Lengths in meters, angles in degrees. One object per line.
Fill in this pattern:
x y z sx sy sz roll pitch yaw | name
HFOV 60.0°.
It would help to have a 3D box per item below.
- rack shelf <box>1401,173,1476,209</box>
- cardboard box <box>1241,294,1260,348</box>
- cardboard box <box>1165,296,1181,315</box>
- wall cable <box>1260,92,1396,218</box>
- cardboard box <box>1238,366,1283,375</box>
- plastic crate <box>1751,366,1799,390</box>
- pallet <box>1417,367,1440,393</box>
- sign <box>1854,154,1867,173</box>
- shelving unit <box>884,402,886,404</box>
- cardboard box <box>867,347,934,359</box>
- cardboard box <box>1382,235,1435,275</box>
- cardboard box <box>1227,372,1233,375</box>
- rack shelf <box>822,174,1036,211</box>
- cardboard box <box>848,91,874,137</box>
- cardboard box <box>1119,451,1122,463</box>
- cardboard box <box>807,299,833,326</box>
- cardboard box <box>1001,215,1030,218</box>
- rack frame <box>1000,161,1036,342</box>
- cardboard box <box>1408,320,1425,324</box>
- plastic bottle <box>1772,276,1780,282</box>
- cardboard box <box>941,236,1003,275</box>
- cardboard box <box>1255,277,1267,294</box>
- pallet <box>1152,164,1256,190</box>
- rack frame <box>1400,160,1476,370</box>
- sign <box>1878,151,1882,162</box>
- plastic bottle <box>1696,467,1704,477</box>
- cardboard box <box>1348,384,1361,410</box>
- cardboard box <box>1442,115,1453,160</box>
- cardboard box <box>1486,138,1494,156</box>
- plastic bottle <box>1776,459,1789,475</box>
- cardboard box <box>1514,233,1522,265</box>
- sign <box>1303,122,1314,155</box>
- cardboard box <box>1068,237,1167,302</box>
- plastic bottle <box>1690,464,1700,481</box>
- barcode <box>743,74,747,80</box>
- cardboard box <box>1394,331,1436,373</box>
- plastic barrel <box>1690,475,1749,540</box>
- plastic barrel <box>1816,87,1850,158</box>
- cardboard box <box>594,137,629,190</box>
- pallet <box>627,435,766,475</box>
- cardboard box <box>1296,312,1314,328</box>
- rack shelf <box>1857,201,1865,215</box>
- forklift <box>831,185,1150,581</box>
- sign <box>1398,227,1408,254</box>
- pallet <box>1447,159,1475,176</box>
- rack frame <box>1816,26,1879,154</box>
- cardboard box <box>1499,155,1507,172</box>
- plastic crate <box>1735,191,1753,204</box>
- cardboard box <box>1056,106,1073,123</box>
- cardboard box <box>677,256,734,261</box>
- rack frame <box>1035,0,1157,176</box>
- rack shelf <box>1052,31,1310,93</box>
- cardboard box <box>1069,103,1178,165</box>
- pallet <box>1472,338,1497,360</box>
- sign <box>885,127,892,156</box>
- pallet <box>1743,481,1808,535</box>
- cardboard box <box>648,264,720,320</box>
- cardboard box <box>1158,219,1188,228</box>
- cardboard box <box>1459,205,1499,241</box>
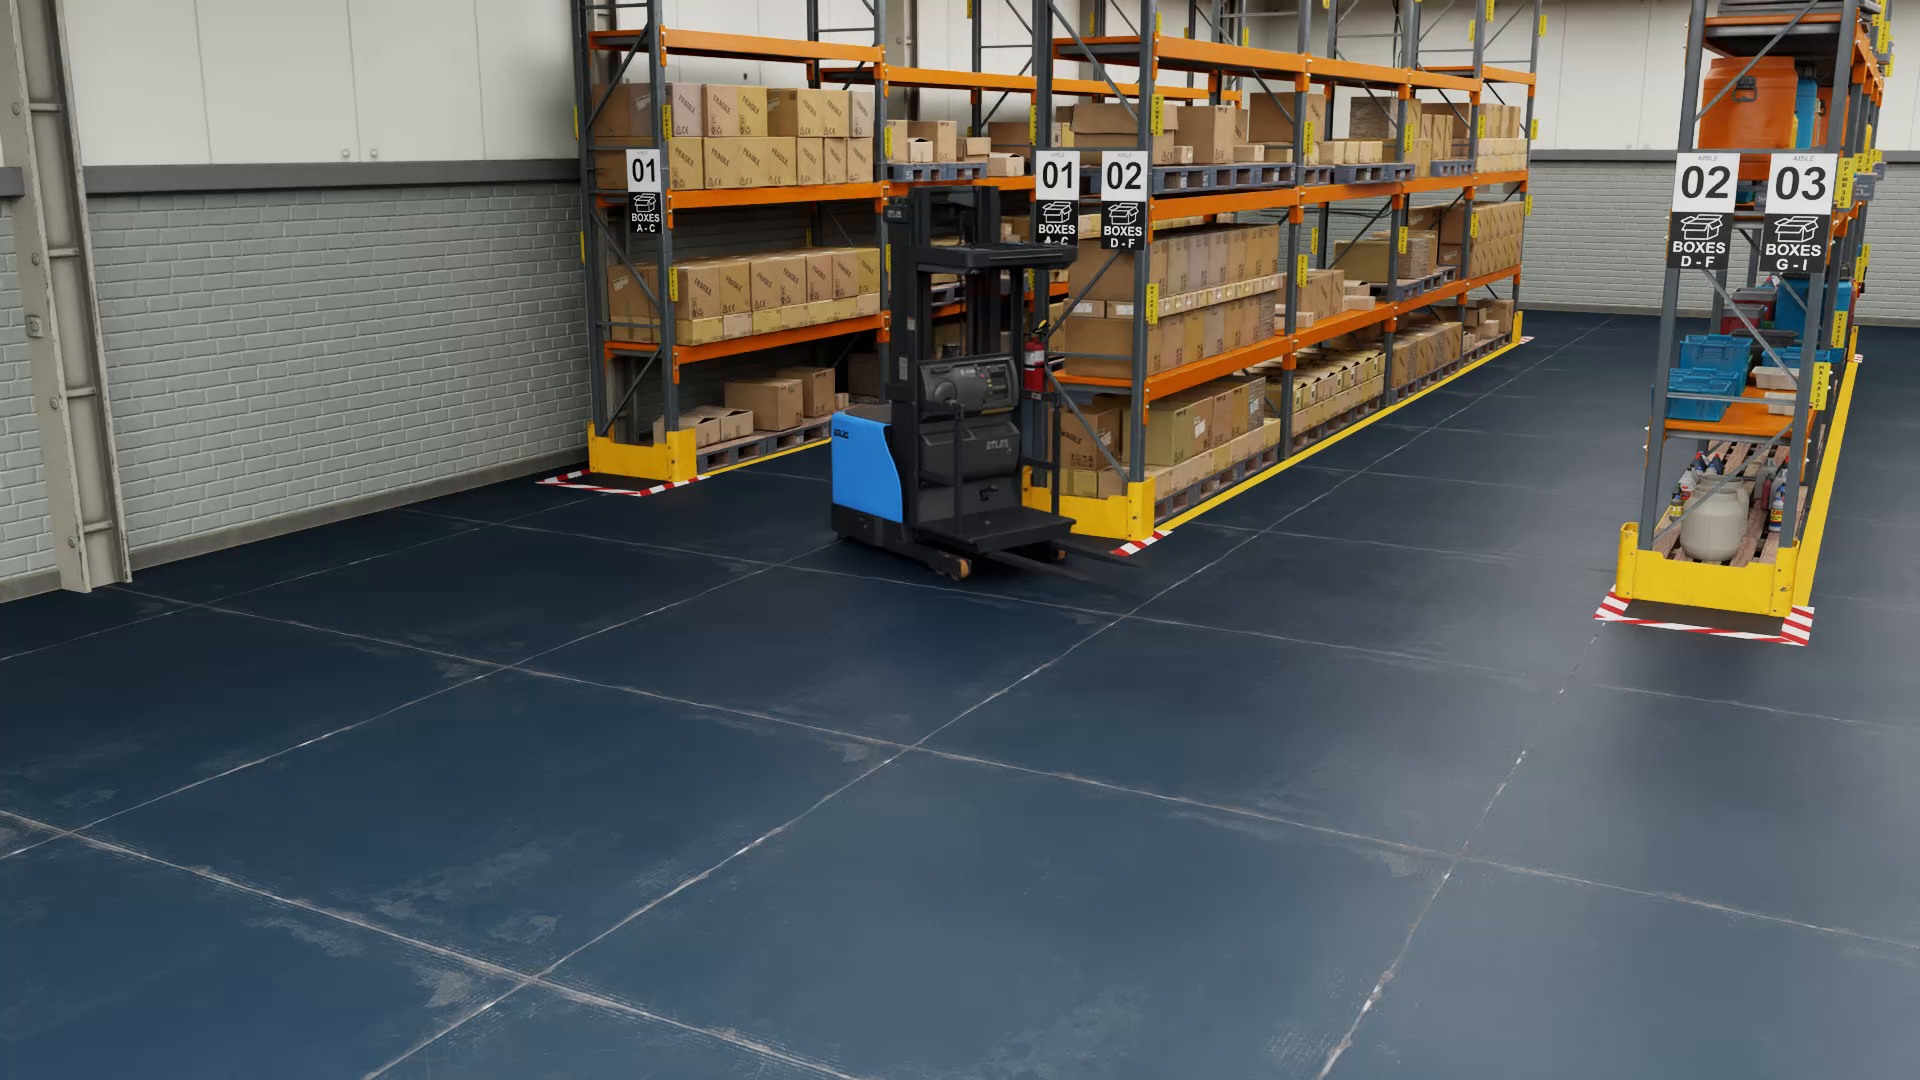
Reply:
5.932 -4.709 22.303 1.077 0.370 4.000 7 15 28 | rack shelf
2.573 -2.218 16.620 0.700 0.500 0.500 7 15 27 | cardboard box
1.723 -2.075 14.643 0.380 0.149 0.250 7 15 28 | cardboard box
7.541 -7.919 34.307 3.097 2.526 0.112 7 15 28 | wall cable
3.466 -1.835 19.020 0.500 0.311 0.500 7 15 28 | cardboard box
6.802 -1.318 13.663 0.530 0.136 0.437 7 15 28 | plastic crate
5.950 -2.233 22.847 1.003 0.211 1.213 7 15 28 | pallet
7.842 -3.206 14.512 0.100 0.325 0.005 7 15 28 | sign
-0.503 -0.689 14.650 0.252 1.050 0.215 -9 16 -34 | shelving unit
-0.760 -2.194 21.128 0.700 0.500 0.500 7 15 27 | cardboard box
6.099 -3.895 22.679 0.700 0.500 0.500 3 14 14 | cardboard box
2.533 -1.542 17.402 0.500 0.500 0.500 7 15 28 | cardboard box
-0.340 -4.449 21.224 1.077 0.370 4.000 7 15 28 | rack shelf
-1.312 -4.800 18.752 0.500 0.500 0.500 6 15 23 | cardboard box
1.330 -0.664 15.359 0.500 0.250 0.500 7 15 28 | cardboard box
-1.748 -2.530 18.403 0.500 0.250 0.500 7 15 28 | cardboard box
0.873 -4.547 24.003 0.500 0.250 0.500 7 15 26 | cardboard box
0.627 -3.751 23.193 1.000 3.000 0.127 7 15 28 | rack frame
6.452 -2.938 24.216 0.500 0.500 0.500 7 15 26 | cardboard box
10.499 -3.262 21.429 0.152 0.276 0.135 7 15 28 | plastic bottle
0.162 -3.798 22.237 0.700 0.500 0.500 6 15 23 | cardboard box
2.842 -2.549 16.611 0.380 0.149 0.250 7 15 26 | cardboard box
2.051 -3.358 15.351 1.003 0.211 1.213 7 15 28 | pallet
6.899 -4.011 24.272 1.000 3.000 0.127 7 15 28 | rack frame
13.656 -5.618 24.761 0.100 0.325 0.005 7 15 28 | sign
6.483 -0.504 14.606 0.097 0.271 0.097 0 14 0 | plastic bottle
4.432 -1.714 19.712 0.500 0.250 0.500 8 16 29 | cardboard box
6.591 -5.676 23.454 0.600 0.600 0.600 6 15 23 | cardboard box
7.591 -5.814 24.603 0.500 0.250 0.500 7 15 28 | cardboard box
7.214 -0.530 14.545 0.144 0.351 0.185 7 15 25 | plastic bottle
8.854 -4.758 27.155 0.500 0.500 0.500 8 16 30 | cardboard box
3.518 -4.055 16.783 0.100 0.325 0.005 7 15 28 | sign
1.360 -2.334 14.333 0.700 0.500 0.500 7 15 28 | cardboard box
6.315 -0.490 14.378 0.144 0.351 0.185 7 15 28 | plastic bottle
-2.355 -5.076 18.234 0.001 0.075 0.075 7 15 28 | barcode
6.178 -2.568 22.682 0.500 0.500 0.500 7 15 26 | cardboard box
5.926 -0.229 12.994 0.421 0.512 0.421 0 14 0 | plastic barrel
9.576 -4.616 18.568 0.600 0.830 0.708 7 15 28 | plastic barrel
-3.260 -3.741 16.493 0.500 0.500 0.500 9 16 32 | cardboard box
-2.780 -0.932 17.451 1.003 0.211 1.213 7 15 28 | pallet
3.639 -2.406 18.151 0.380 0.149 0.250 7 15 28 | cardboard box
10.266 -4.147 19.972 1.077 0.370 4.000 7 15 28 | rack shelf
0.210 -1.248 12.957 1.130 2.935 3.031 -10 17 -37 | forklift
5.453 -3.691 20.474 0.100 0.325 0.005 7 15 28 | sign
6.522 -5.252 23.421 1.213 0.211 1.003 7 15 28 | pallet
9.299 -5.545 17.834 1.000 3.000 0.127 7 15 28 | rack frame
8.077 -5.776 25.511 0.500 0.250 0.500 7 15 28 | cardboard box
6.090 -2.863 13.144 0.392 0.384 0.575 7 15 28 | plastic crate
1.767 -6.376 24.930 0.500 0.250 0.500 7 15 26 | cardboard box
-2.701 -2.741 17.679 0.500 0.500 0.500 7 15 27 | cardboard box
1.098 -4.466 13.357 1.000 3.000 0.127 7 15 28 | rack frame
2.065 -4.332 15.190 1.077 0.370 4.000 7 15 28 | rack shelf
1.379 -3.447 14.118 0.797 0.503 0.637 9 16 32 | cardboard box
7.820 -3.048 26.225 1.003 0.211 1.213 7 15 28 | pallet
-0.828 -4.580 19.128 0.100 0.325 0.005 7 15 28 | sign
7.005 -0.319 14.908 1.003 0.211 1.213 7 15 28 | pallet
-2.747 -2.475 16.577 0.500 0.500 0.500 7 15 28 | cardboard box
3.195 -4.976 27.634 0.980 0.700 0.700 7 15 27 | cardboard box
7.871 -4.822 25.288 0.500 0.500 0.500 7 15 26 | cardboard box
